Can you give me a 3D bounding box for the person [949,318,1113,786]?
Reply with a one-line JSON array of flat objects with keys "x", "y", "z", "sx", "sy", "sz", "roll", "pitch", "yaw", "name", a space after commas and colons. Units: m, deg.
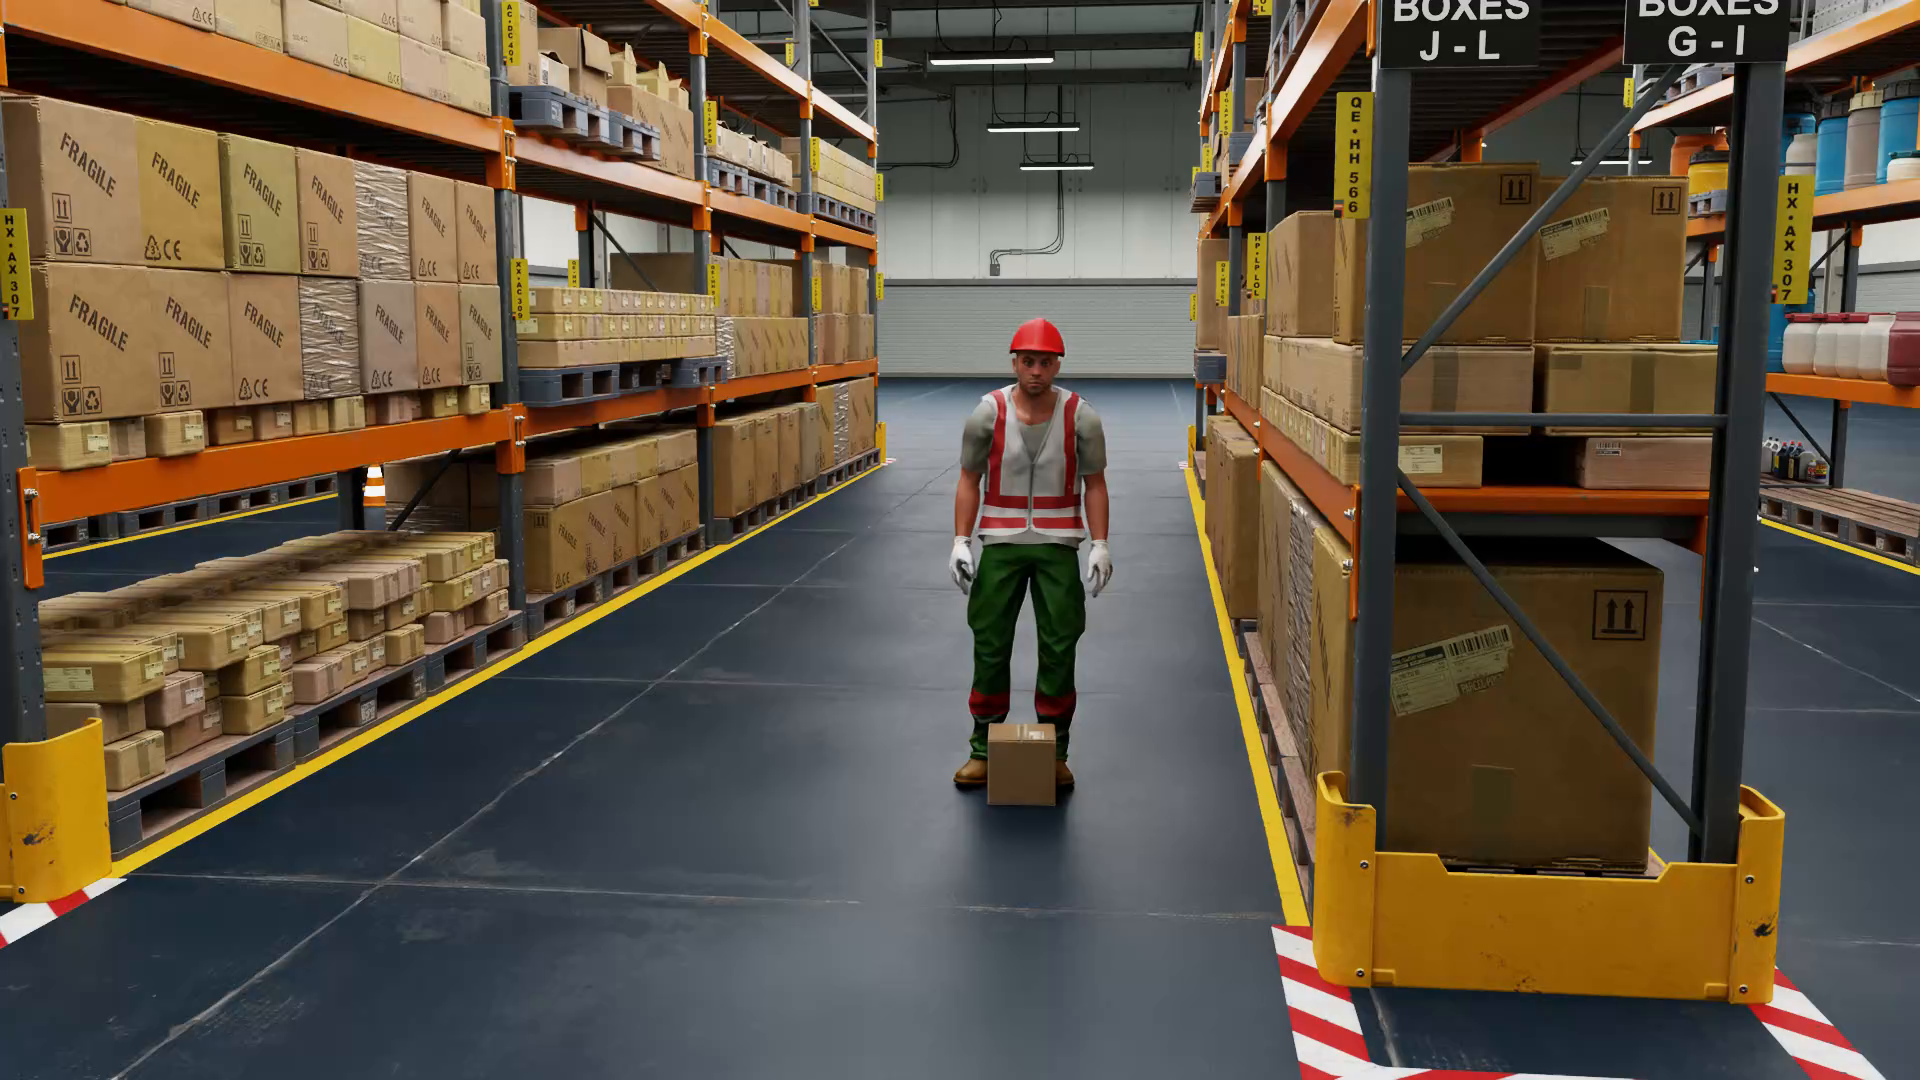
[{"x": 4.125, "y": -0.616, "z": 11.412, "sx": 7.632, "sy": 1.780, "sz": 11.173, "roll": 0, "pitch": 8, "yaw": 4, "name": "person"}]
